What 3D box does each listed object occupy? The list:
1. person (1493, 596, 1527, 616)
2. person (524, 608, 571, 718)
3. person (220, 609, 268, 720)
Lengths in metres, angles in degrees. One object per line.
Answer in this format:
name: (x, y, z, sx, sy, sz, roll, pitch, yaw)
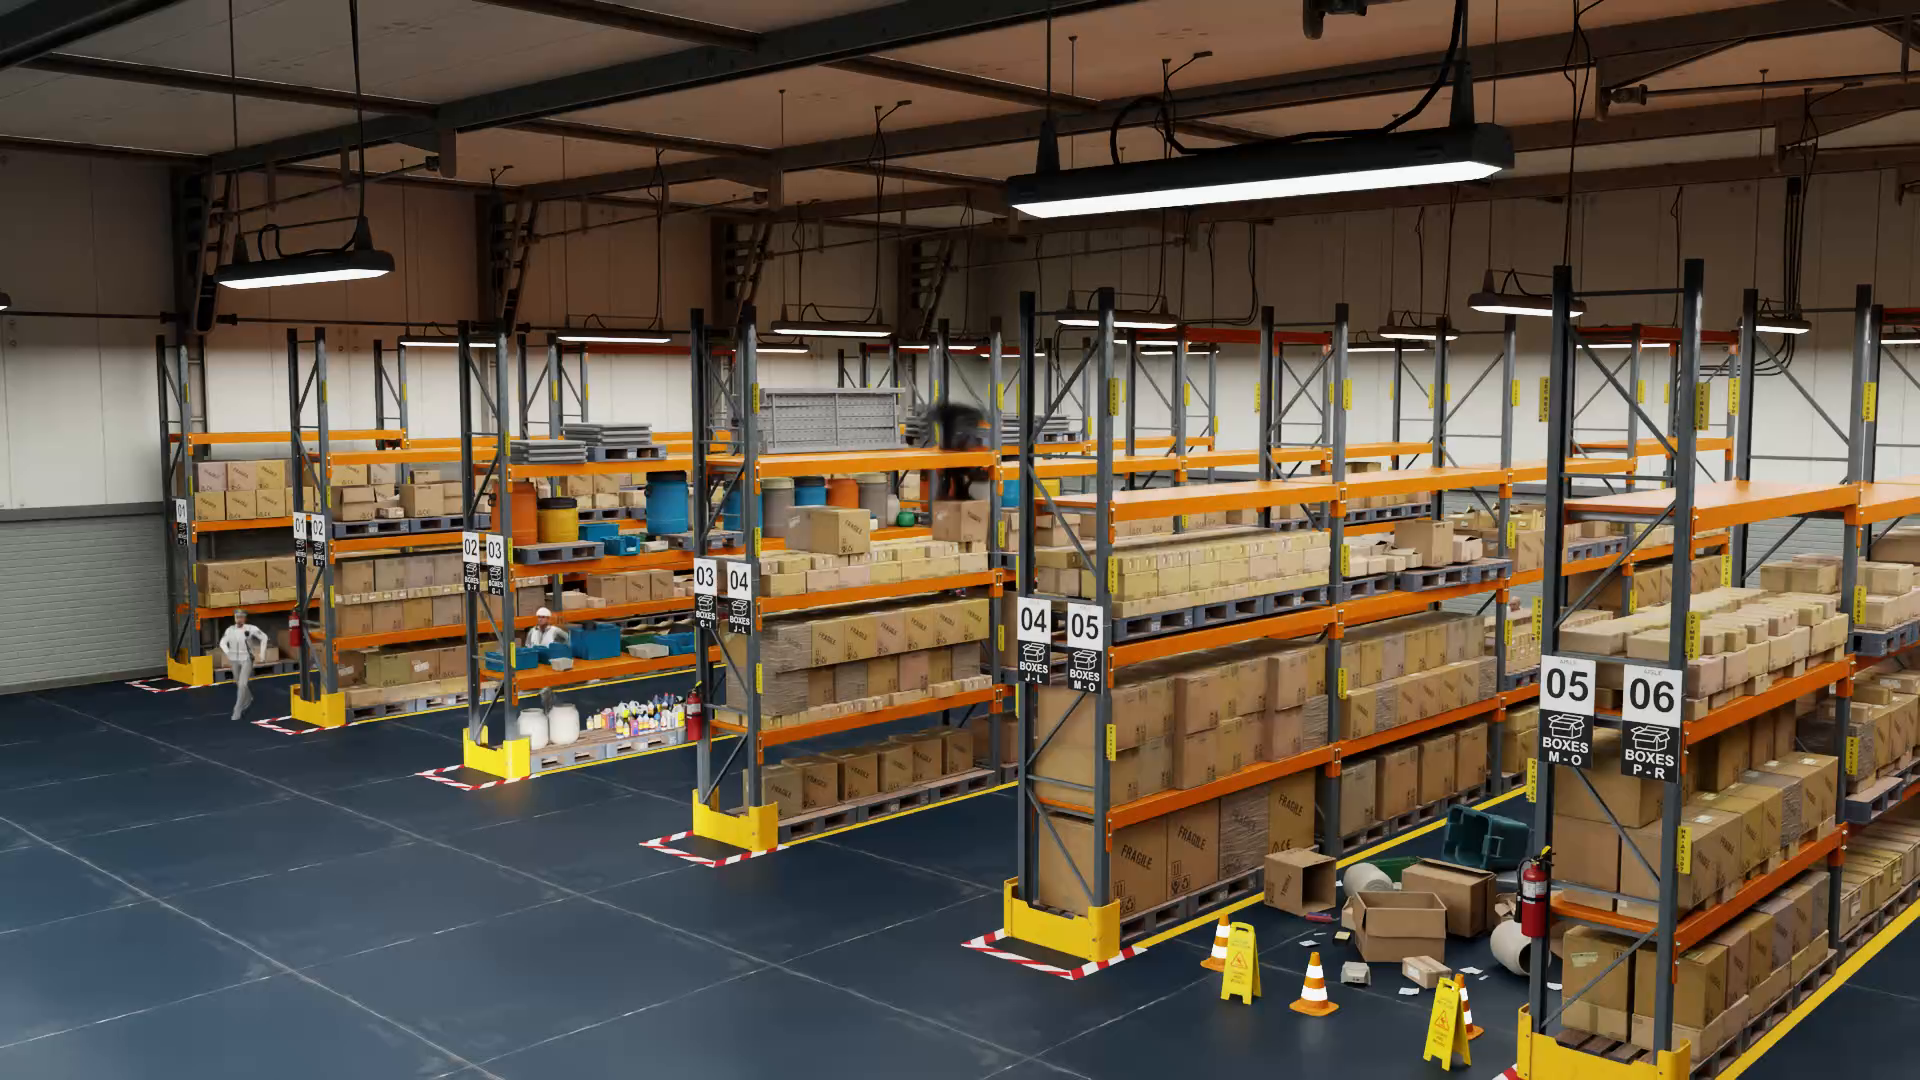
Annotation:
person: (9.408, 1.719, 28.264, 0.733, 1.600, 0.874, 3, 6, 29)
person: (-6.274, 1.925, 25.133, 0.629, 1.826, 0.784, 2, 6, 21)
person: (-11.128, 1.883, 25.806, 0.646, 1.682, 0.931, 0, 5, 3)
